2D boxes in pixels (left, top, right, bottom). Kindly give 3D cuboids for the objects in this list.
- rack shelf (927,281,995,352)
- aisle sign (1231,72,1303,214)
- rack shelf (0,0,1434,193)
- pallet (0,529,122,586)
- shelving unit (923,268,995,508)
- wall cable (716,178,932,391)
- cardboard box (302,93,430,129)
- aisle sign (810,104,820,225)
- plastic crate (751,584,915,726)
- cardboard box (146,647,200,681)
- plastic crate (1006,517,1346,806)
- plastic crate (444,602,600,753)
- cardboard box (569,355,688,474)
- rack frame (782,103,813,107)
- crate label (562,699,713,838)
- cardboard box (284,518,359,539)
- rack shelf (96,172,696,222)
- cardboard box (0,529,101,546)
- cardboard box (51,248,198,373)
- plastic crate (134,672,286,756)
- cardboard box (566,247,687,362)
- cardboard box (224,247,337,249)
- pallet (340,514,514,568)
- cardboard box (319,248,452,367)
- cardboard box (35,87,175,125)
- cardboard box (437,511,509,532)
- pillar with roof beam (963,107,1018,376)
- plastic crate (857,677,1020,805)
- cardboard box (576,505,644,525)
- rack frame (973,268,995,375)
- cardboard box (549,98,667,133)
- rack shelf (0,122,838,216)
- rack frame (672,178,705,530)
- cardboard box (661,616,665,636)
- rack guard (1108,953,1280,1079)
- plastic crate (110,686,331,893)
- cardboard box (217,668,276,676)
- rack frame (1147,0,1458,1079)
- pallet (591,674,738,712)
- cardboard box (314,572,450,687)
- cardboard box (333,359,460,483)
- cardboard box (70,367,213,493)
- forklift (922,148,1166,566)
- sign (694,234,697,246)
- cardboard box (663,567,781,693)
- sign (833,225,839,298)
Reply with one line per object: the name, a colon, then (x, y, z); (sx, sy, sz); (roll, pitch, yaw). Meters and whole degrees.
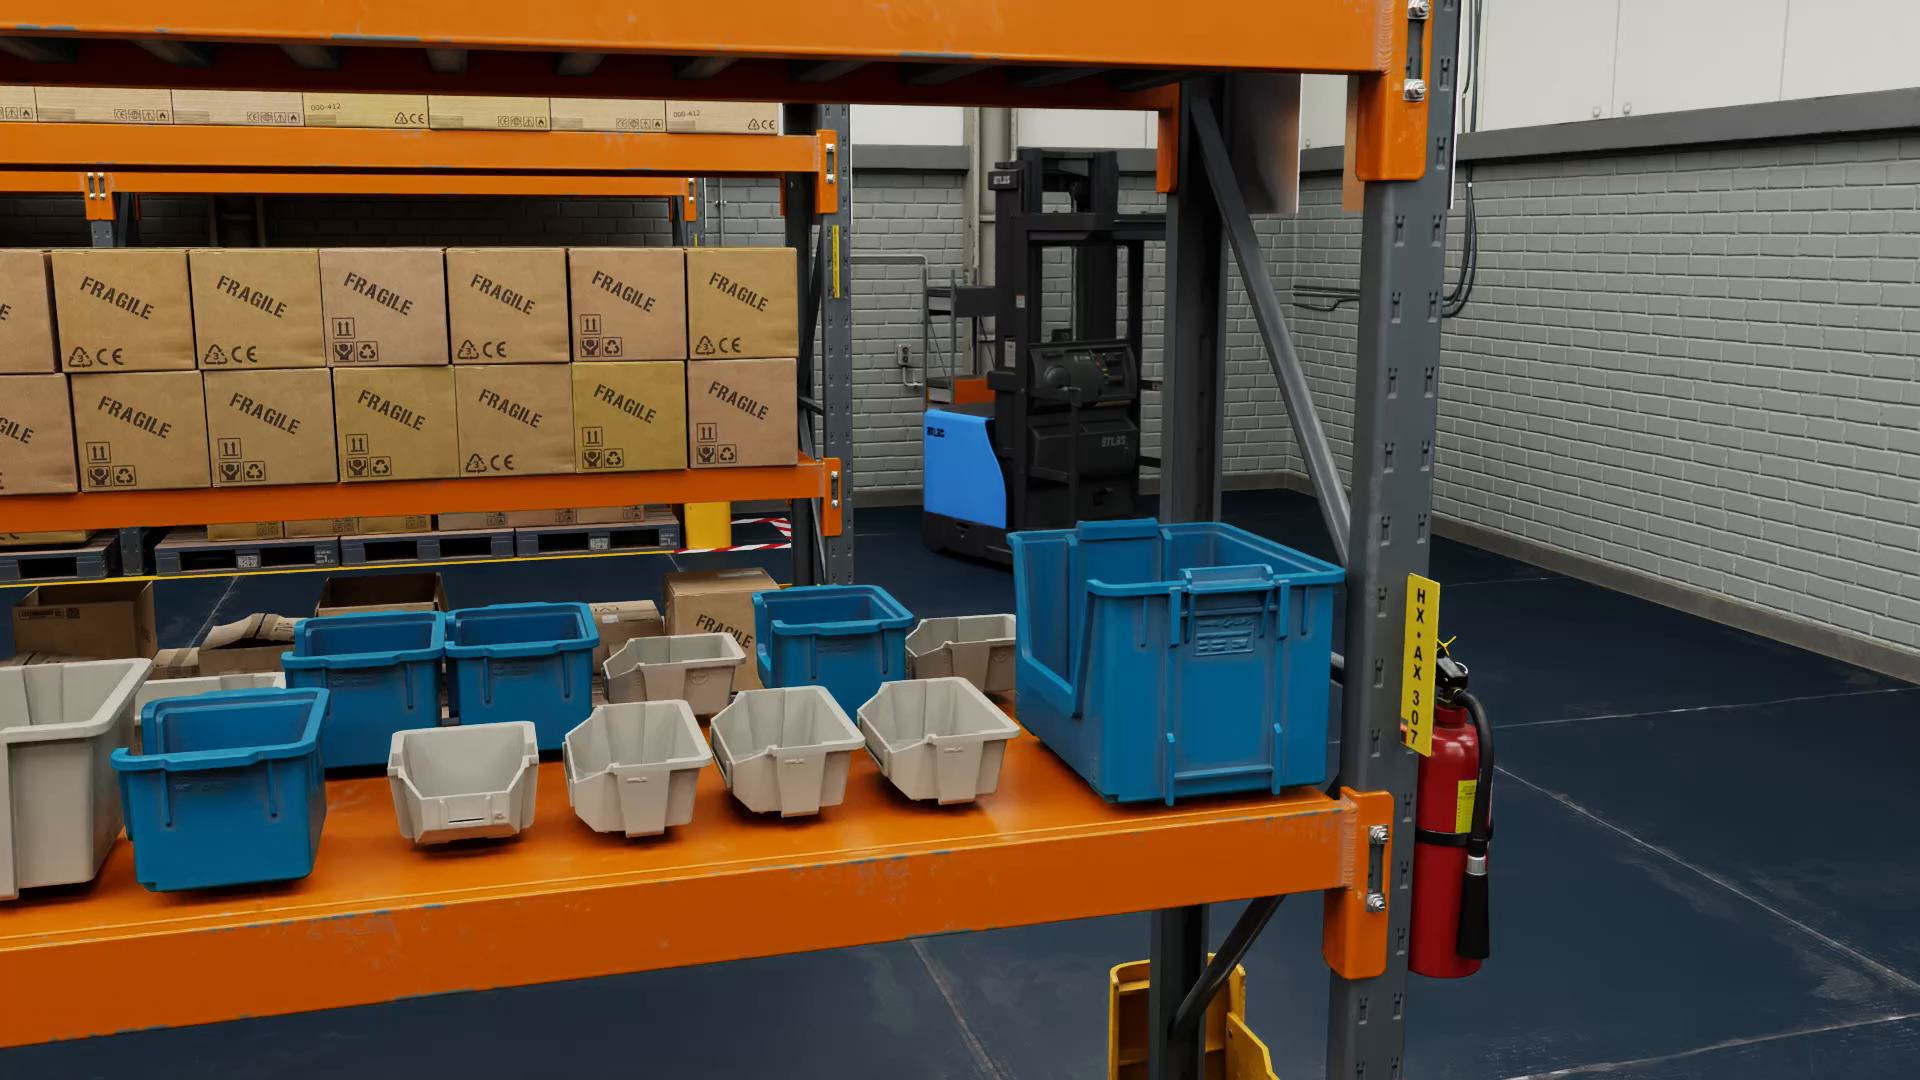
rack shelf: (0.032, -1.738, 12.895); (0.480, 0.518, 0.431); (-8, 13, -36)
aisle sign: (0.663, -1.119, 3.659); (0.004, 0.787, 0.394); (-3, 11, -16)
rack shelf: (-1.243, -0.805, 2.838); (4.000, 0.370, 1.077); (-3, 11, -16)
pallet: (-6.652, 0.119, 11.819); (1.213, 0.211, 1.003); (-3, 11, -16)
shelving unit: (0.032, -1.063, 13.019); (0.503, 2.100, 0.431); (-8, 13, -36)
wall cable: (-1.127, -2.236, 14.102); (1.851, 1.984, 0.084); (-3, 11, -16)
cardboard box: (-2.567, -1.902, 7.225); (0.500, 0.250, 0.500); (-3, 11, -16)
aisle sign: (-0.720, -1.979, 8.333); (0.004, 0.787, 0.394); (-3, 11, -16)
plastic crate: (-0.284, 0.256, 3.666); (0.300, 0.233, 0.416); (-3, 11, -16)
cardboard box: (-3.733, 0.634, 7.975); (0.250, 0.149, 0.380); (-3, 11, -16)
plastic crate: (0.408, 0.217, 3.317); (0.499, 0.435, 0.616); (-3, 11, -16)
plastic crate: (-0.916, 0.290, 3.485); (0.300, 0.233, 0.416); (-3, 11, -16)
cardboard box: (-1.555, -0.599, 7.737); (0.500, 0.500, 0.500); (-3, 11, -15)
rack frame: (-0.704, -3.597, 7.729); (0.127, 3.000, 1.000); (-3, 11, -16)
crate label: (-0.598, 0.418, 3.052); (0.243, 0.136, 0.396); (-3, 11, -16)
cardboard box: (-4.702, -0.327, 12.281); (0.500, 0.500, 0.700); (-3, 11, -17)
rack shelf: (-4.012, -2.527, 12.193); (4.000, 0.370, 1.077); (-3, 11, -16)
cardboard box: (-6.520, -0.399, 11.705); (0.750, 0.750, 0.750); (-3, 11, -15)
cardboard box: (-3.518, -0.986, 7.079); (0.500, 0.500, 0.500); (-3, 11, -18)
plastic crate: (-1.575, 0.377, 3.275); (0.466, 0.136, 0.293); (-3, 11, -16)
cardboard box: (-1.539, -1.091, 7.651); (0.500, 0.500, 0.500); (-3, 11, -14)
cardboard box: (-3.156, -1.107, 7.738); (0.500, 0.500, 0.500); (-3, 11, -15)
pallet: (-4.007, -0.021, 12.576); (1.213, 0.211, 1.003); (-3, 11, -16)
cardboard box: (-2.529, -1.038, 7.363); (0.500, 0.500, 0.500); (-3, 11, -14)
cardboard box: (-3.527, -1.852, 6.948); (0.500, 0.250, 0.500); (-3, 11, -16)
cardboard box: (-3.699, -0.381, 12.574); (0.500, 0.500, 0.700); (-3, 11, -18)
pillar with roof beam: (1.462, -3.996, 9.900); (0.400, 9.000, 9.100); (-3, 11, -16)
plastic crate: (-0.055, 0.388, 3.217); (0.243, 0.136, 0.396); (-3, 11, -16)
cardboard box: (-2.736, -0.432, 12.850); (0.500, 0.500, 0.700); (-3, 11, -16)
rack frame: (0.227, -1.089, 13.163); (0.015, 2.100, 0.400); (-8, 13, -36)
cardboard box: (-1.606, -1.953, 7.497); (0.500, 0.250, 0.500); (-3, 11, -16)
rack shelf: (-2.624, -1.666, 7.516); (4.000, 0.370, 1.077); (-3, 11, -16)
rack frame: (-2.092, -1.507, 12.949); (0.127, 3.000, 1.000); (-3, 11, -16)
cardboard box: (-1.442, 0.505, 8.630); (0.250, 0.166, 0.380); (-3, 11, -16)
rack guard: (0.697, 1.441, 3.839); (0.348, 0.500, 1.175); (-3, 11, -16)
plastic crate: (-1.223, 0.416, 2.797); (0.300, 0.233, 0.416); (-3, 11, -16)
cardboard box: (-3.253, 0.704, 7.548); (0.250, 0.166, 0.380); (-3, 11, -16)
rack frame: (0.678, 0.216, 3.591); (0.053, 2.616, 0.949); (-3, 11, -16)
pallet: (-1.542, 0.770, 8.284); (1.213, 0.211, 1.003); (-3, 11, -16)
cardboard box: (-2.742, 0.472, 7.880); (0.637, 0.503, 0.797); (-3, 11, -16)
cardboard box: (-2.519, -0.549, 7.467); (0.500, 0.500, 0.500); (-3, 11, -17)
cardboard box: (-3.488, -0.498, 7.190); (0.500, 0.500, 0.500); (-3, 11, -15)
forklift: (0.999, -1.204, 11.493); (1.130, 2.935, 3.031); (-8, 13, -36)
sign: (-1.953, -2.098, 12.306); (0.005, 0.325, 0.100); (-3, 11, -16)
cardboard box: (-1.157, 0.437, 8.077); (0.500, 0.500, 0.500); (-3, 11, -16)
sign: (-0.568, -1.274, 7.609); (0.005, 0.325, 0.100); (-3, 11, -16)
